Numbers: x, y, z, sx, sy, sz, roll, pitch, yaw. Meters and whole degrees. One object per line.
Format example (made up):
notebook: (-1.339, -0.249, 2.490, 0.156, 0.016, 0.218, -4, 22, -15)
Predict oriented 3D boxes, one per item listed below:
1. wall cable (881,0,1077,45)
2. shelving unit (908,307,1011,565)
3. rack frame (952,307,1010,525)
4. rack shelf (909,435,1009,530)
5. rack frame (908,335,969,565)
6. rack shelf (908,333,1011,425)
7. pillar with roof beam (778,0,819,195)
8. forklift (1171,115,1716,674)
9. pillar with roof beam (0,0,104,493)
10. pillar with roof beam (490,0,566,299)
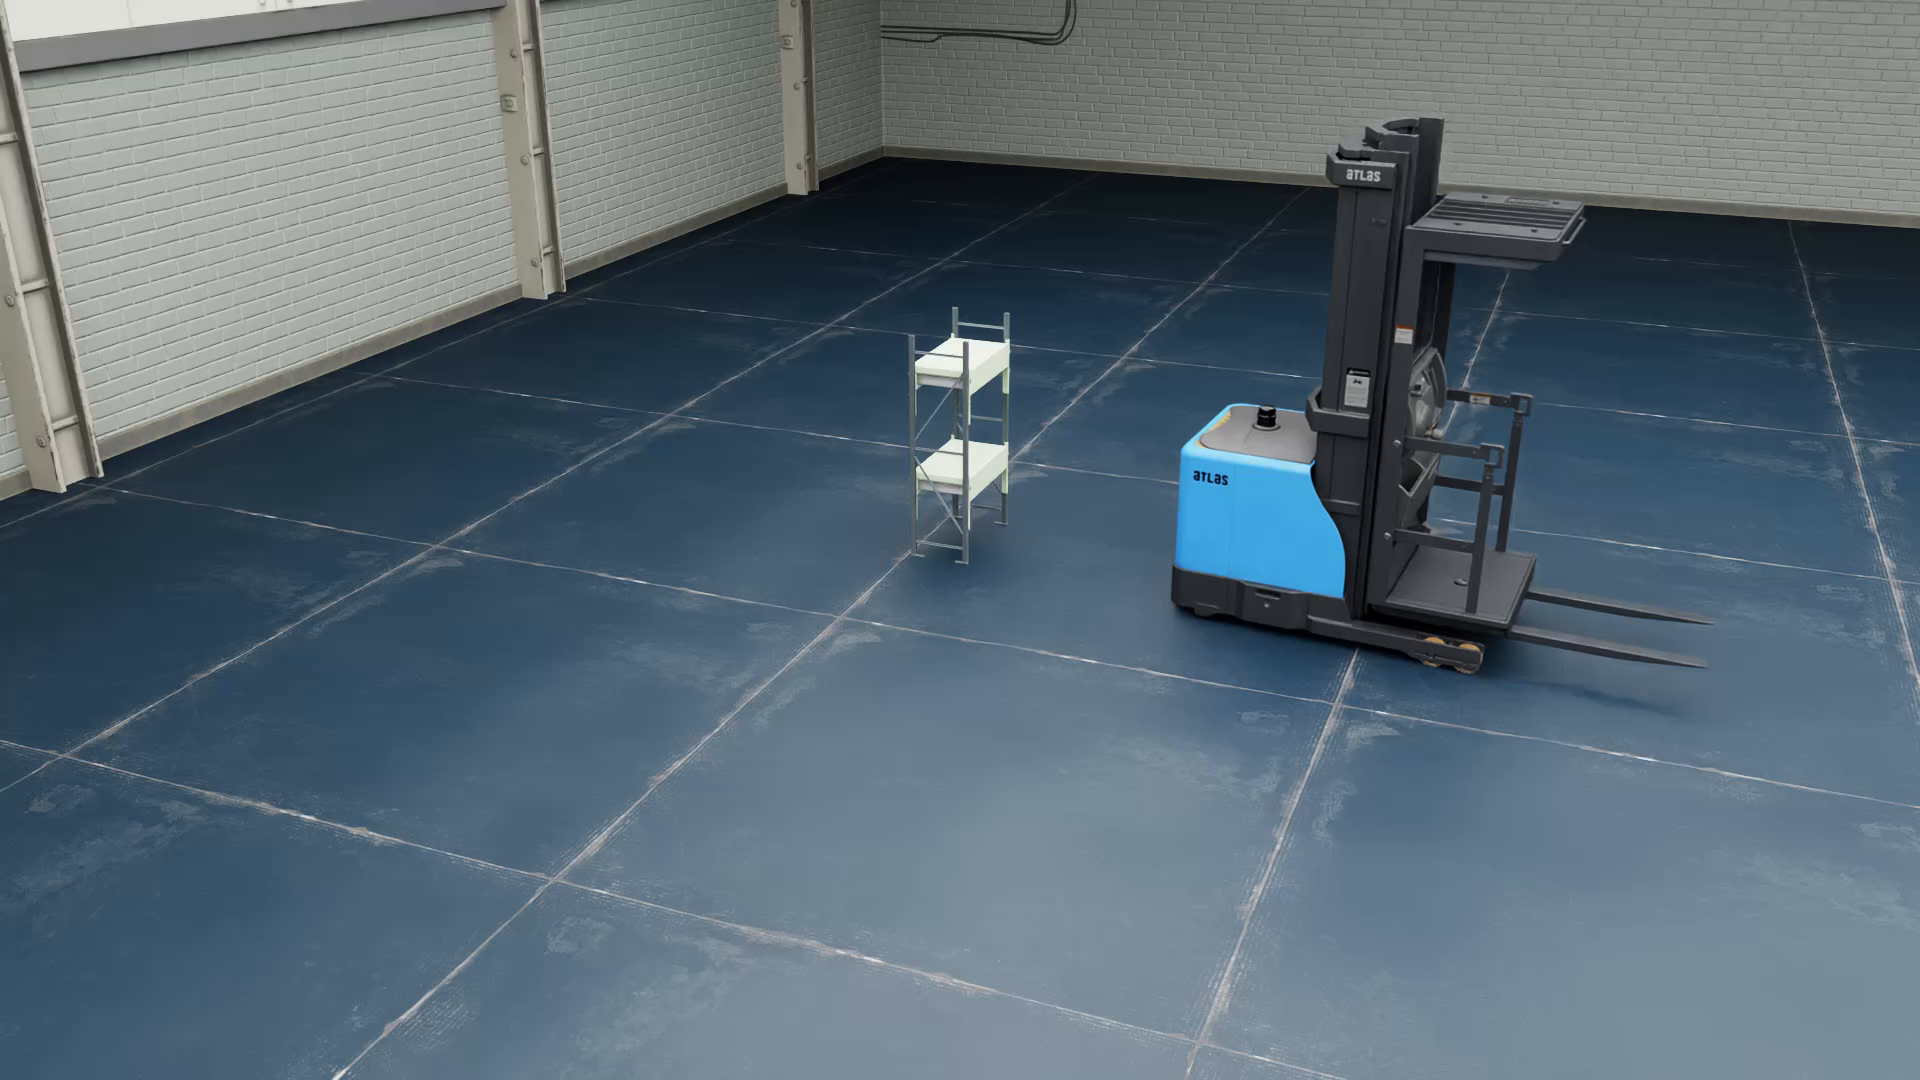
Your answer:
wall cable: (0.184, -8.313, 23.504, 3.097, 2.526, 0.112, 9, 24, 20)
shelving unit: (0.002, -0.694, 10.967, 0.431, 1.500, 0.755, 9, 24, 20)
rack frame: (0.138, -0.825, 11.280, 0.400, 1.500, 0.023, 9, 24, 20)
rack shelf: (0.002, -0.394, 11.092, 0.431, 0.370, 0.720, 9, 24, 20)
rack frame: (-0.133, -0.563, 10.653, 0.400, 1.500, 0.023, 9, 24, 20)
rack shelf: (0.002, -1.055, 10.816, 0.431, 0.370, 0.720, 9, 24, 20)
pillar with roof beam: (1.859, -8.264, 19.360, 9.100, 9.000, 0.400, 9, 24, 20)
forklift: (2.847, -0.828, 9.430, 3.031, 2.935, 1.130, 11, 25, 24)
pillar with roof beam: (-2.599, -3.970, 9.079, 9.100, 9.000, 0.400, 9, 24, 20)
pillar with roof beam: (-0.370, -6.117, 14.219, 9.100, 9.000, 0.400, 9, 24, 20)
